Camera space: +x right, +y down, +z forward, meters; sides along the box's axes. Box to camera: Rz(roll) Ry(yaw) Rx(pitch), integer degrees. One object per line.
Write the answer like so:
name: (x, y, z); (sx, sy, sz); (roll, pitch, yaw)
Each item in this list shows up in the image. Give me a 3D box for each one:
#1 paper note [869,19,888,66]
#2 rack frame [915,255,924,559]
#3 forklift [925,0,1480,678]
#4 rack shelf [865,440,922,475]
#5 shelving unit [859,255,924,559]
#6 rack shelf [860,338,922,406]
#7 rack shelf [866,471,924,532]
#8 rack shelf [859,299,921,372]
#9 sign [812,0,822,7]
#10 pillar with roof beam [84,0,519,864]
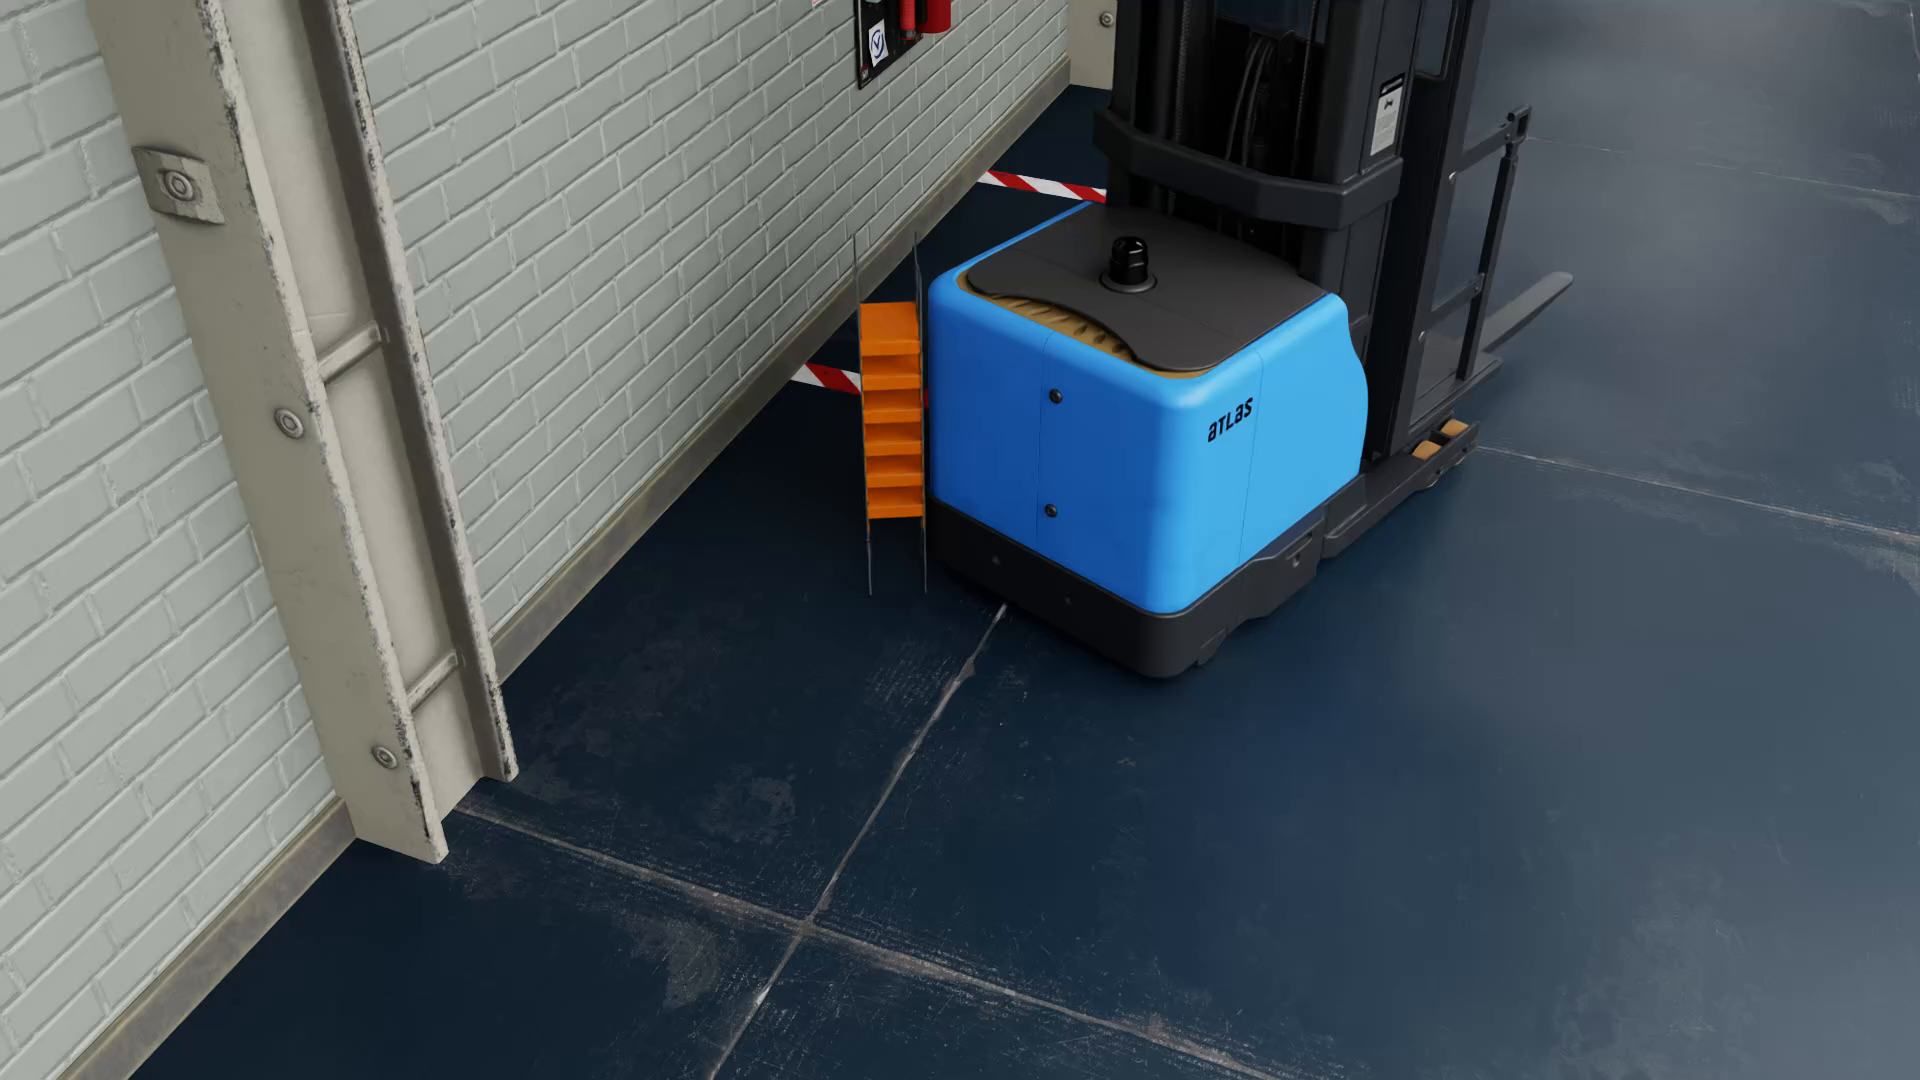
paper note: (-0.324, -1.983, 6.633); (0.016, 0.148, 0.142); (14, 39, 18)
rack frame: (-0.124, -0.376, 5.249); (0.002, 1.046, 0.228); (-3, 37, -4)
forklift: (1.253, -1.549, 5.375); (1.130, 2.935, 3.031); (29, 45, 33)
rack shelf: (-0.215, -0.262, 5.326); (0.171, 0.034, 0.221); (-3, 37, -4)
shelving unit: (-0.214, -0.372, 5.244); (0.183, 1.046, 0.258); (-3, 37, -4)
rack shelf: (-0.216, -0.528, 5.126); (0.180, 0.103, 0.258); (-3, 37, -4)
rack shelf: (-0.215, -0.145, 5.415); (0.180, 0.103, 0.258); (-3, 37, -4)
rack shelf: (-0.216, -0.623, 5.054); (0.180, 0.103, 0.258); (-3, 37, -4)
sign: (7.911, -5.353, 10.324); (11.513, 0.391, 16.451); (14, 39, 18)
pillar with roof beam: (2.481, -1.878, 0.746); (9.100, 9.000, 0.400); (14, 39, 18)
